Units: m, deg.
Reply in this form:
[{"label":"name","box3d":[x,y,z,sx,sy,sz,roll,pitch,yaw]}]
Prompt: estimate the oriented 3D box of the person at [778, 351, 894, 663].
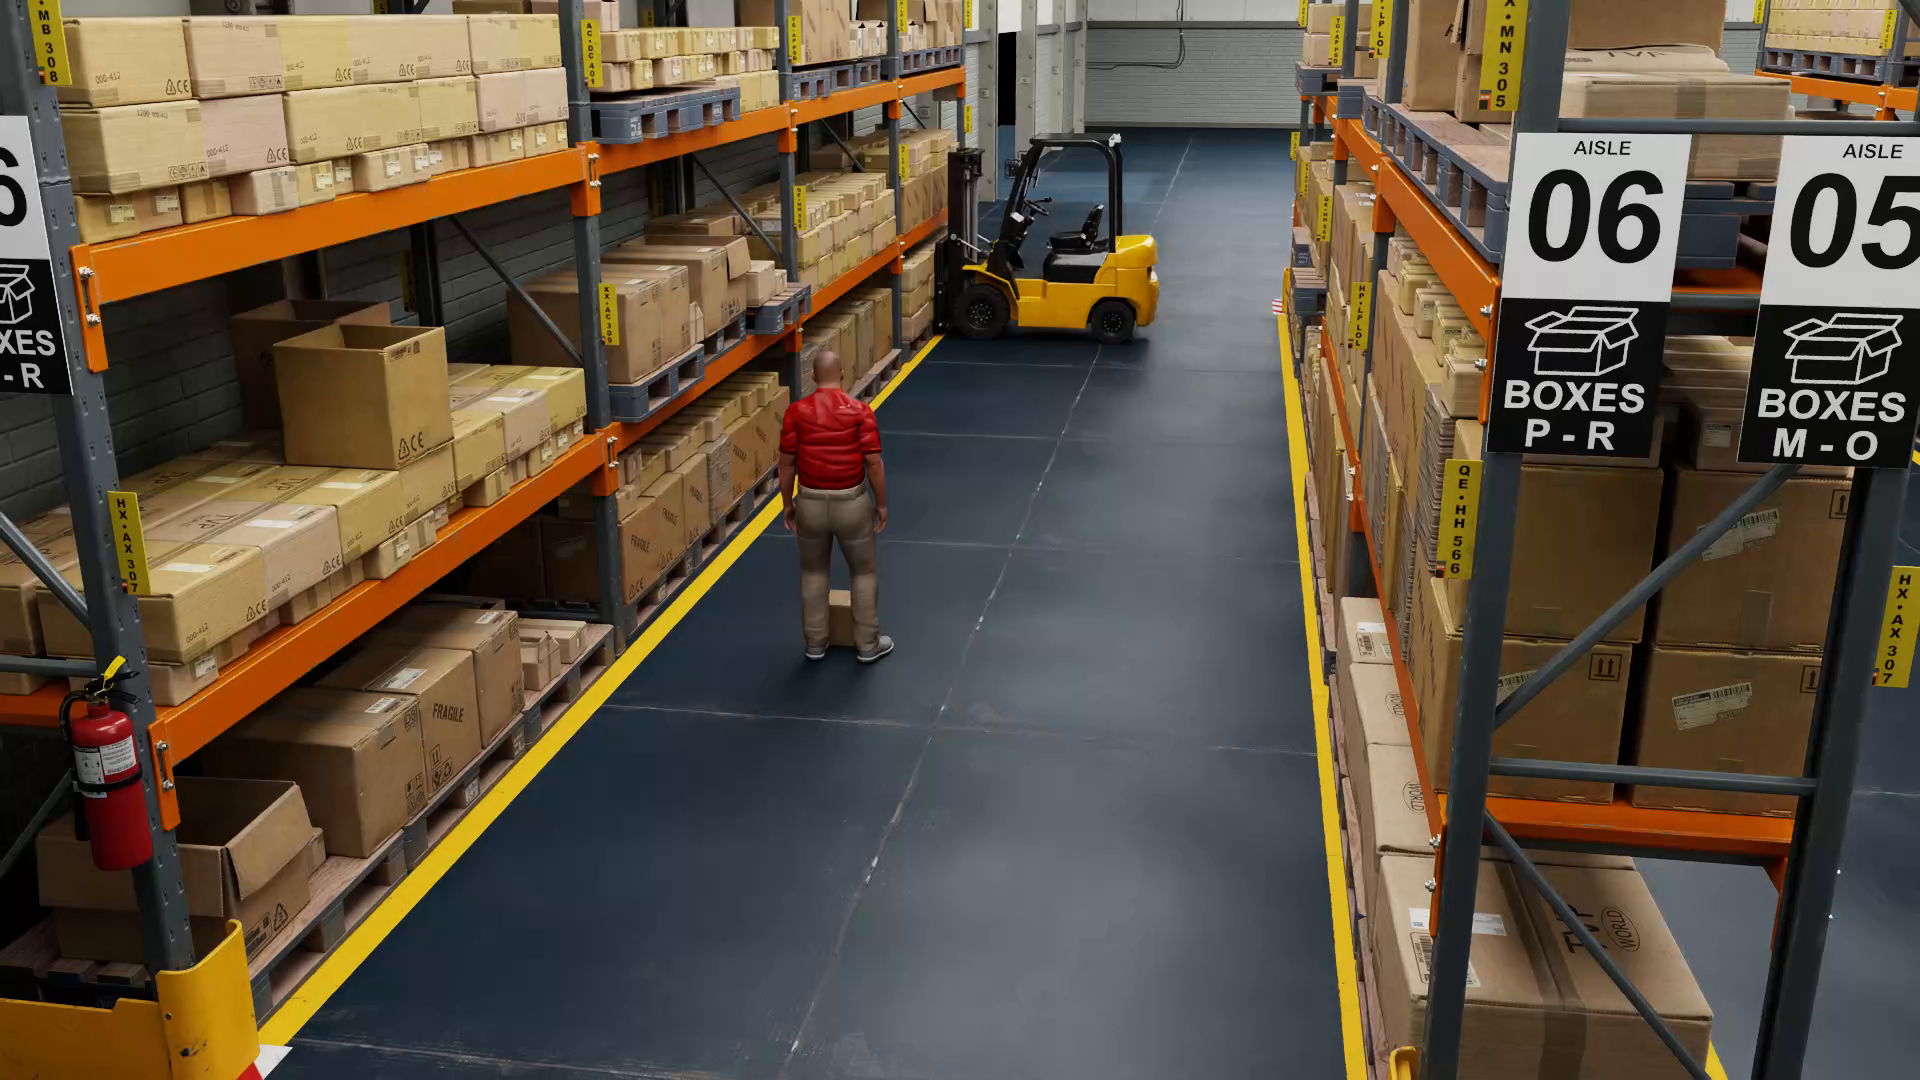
[{"label":"person","box3d":[-0.686,-0.176,9.125,0.597,1.725,0.401,2,18,6]}]
